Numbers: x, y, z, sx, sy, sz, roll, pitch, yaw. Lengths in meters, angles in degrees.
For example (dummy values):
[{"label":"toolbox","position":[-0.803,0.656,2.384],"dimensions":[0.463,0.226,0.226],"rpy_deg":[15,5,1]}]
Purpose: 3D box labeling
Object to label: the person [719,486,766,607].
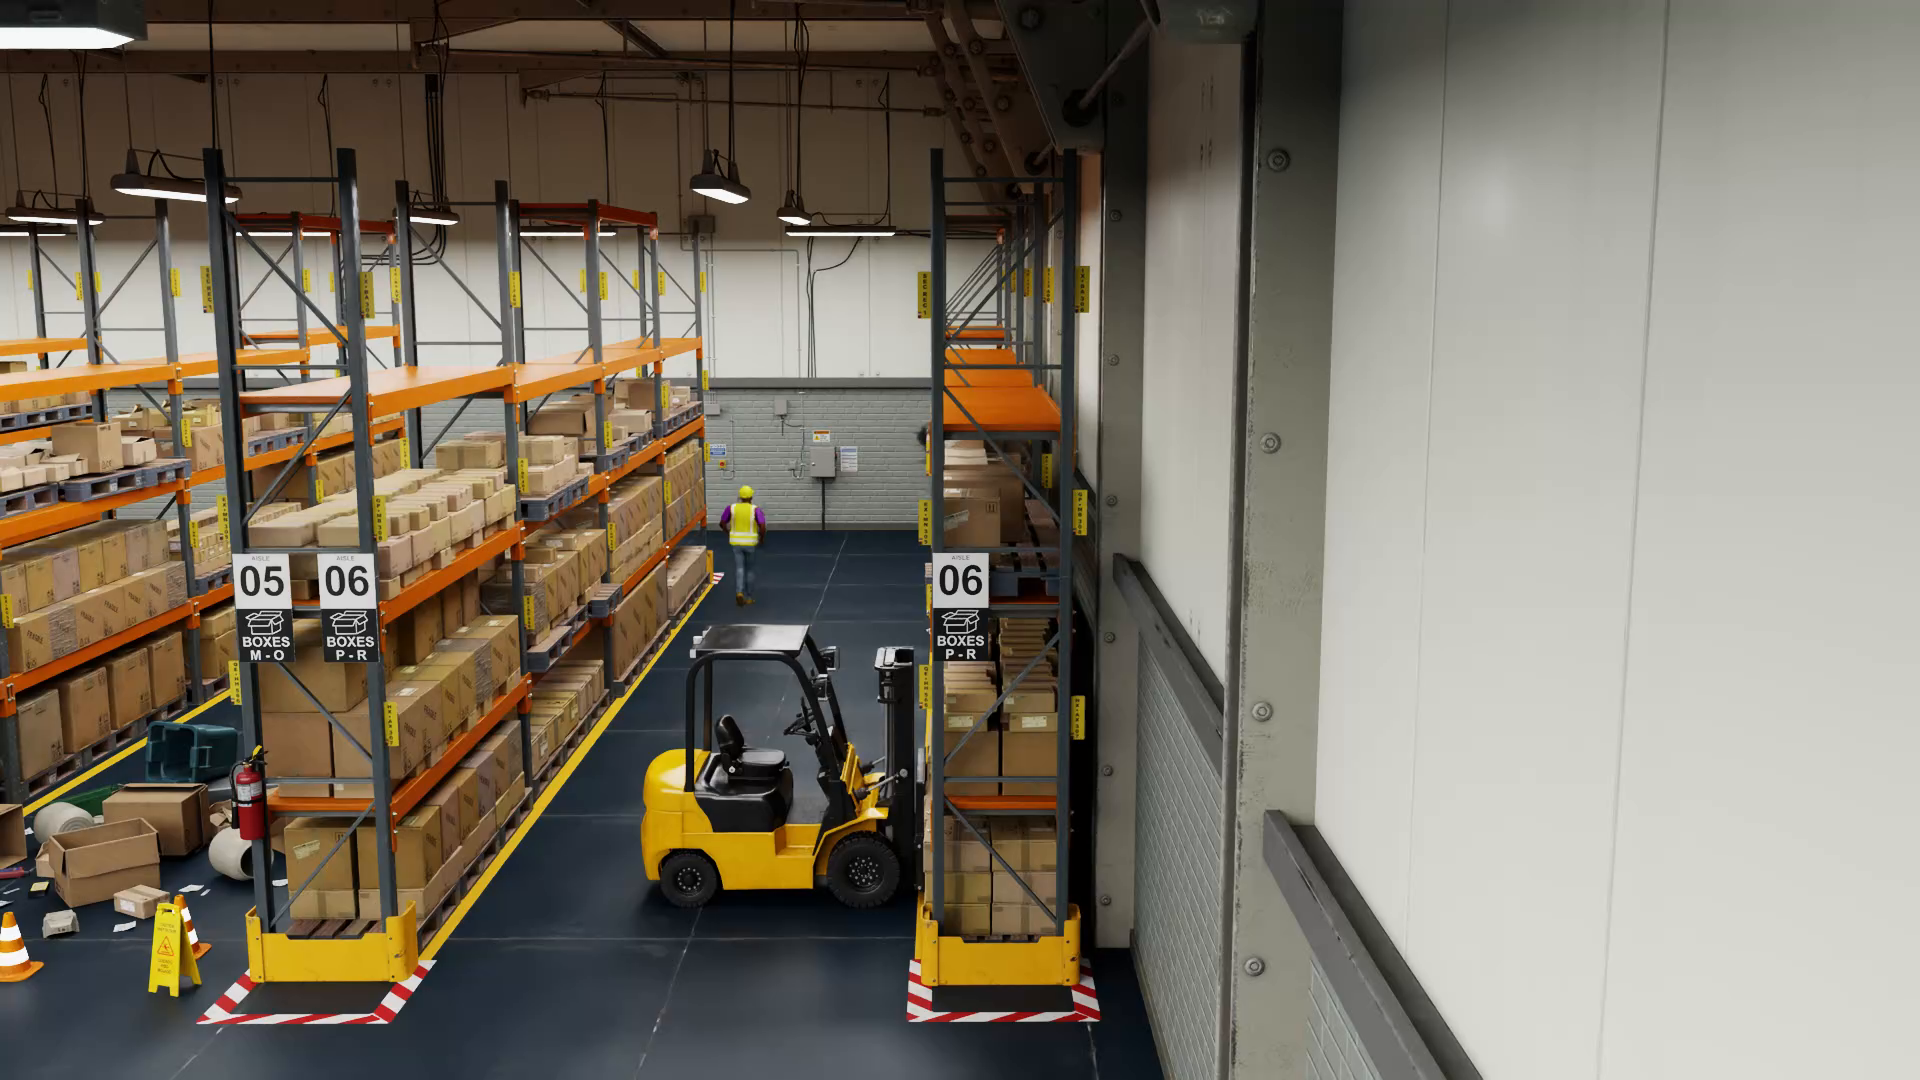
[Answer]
[{"label":"person","position":[-3.189,0.101,24.504],"dimensions":[0.694,1.795,0.743],"rpy_deg":[0,9,3]}]
